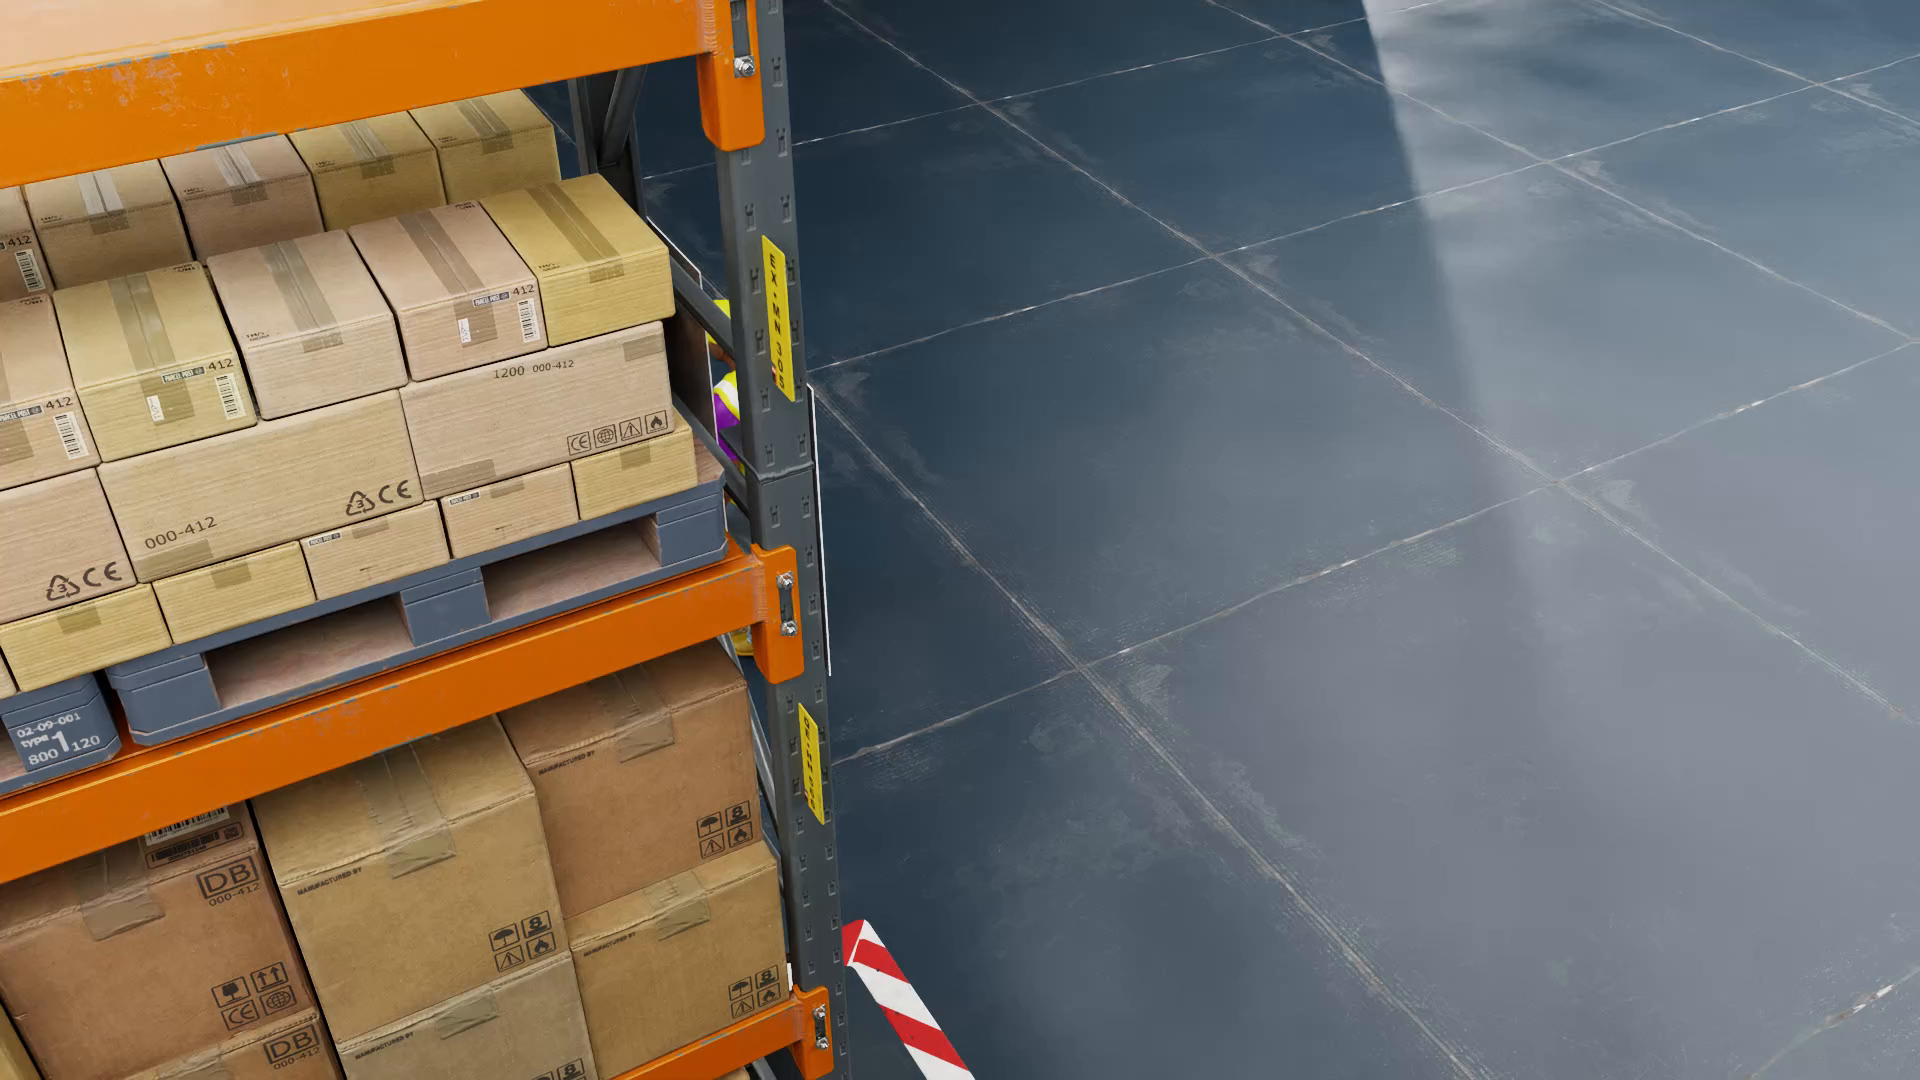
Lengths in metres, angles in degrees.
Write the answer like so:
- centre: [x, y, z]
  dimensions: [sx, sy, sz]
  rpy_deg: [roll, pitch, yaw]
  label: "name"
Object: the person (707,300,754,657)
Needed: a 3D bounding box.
- centre: [-0.886, -0.256, 7.257]
  dimensions: [0.456, 1.761, 0.627]
  rpy_deg: [19, 41, 24]
  label: "person"
